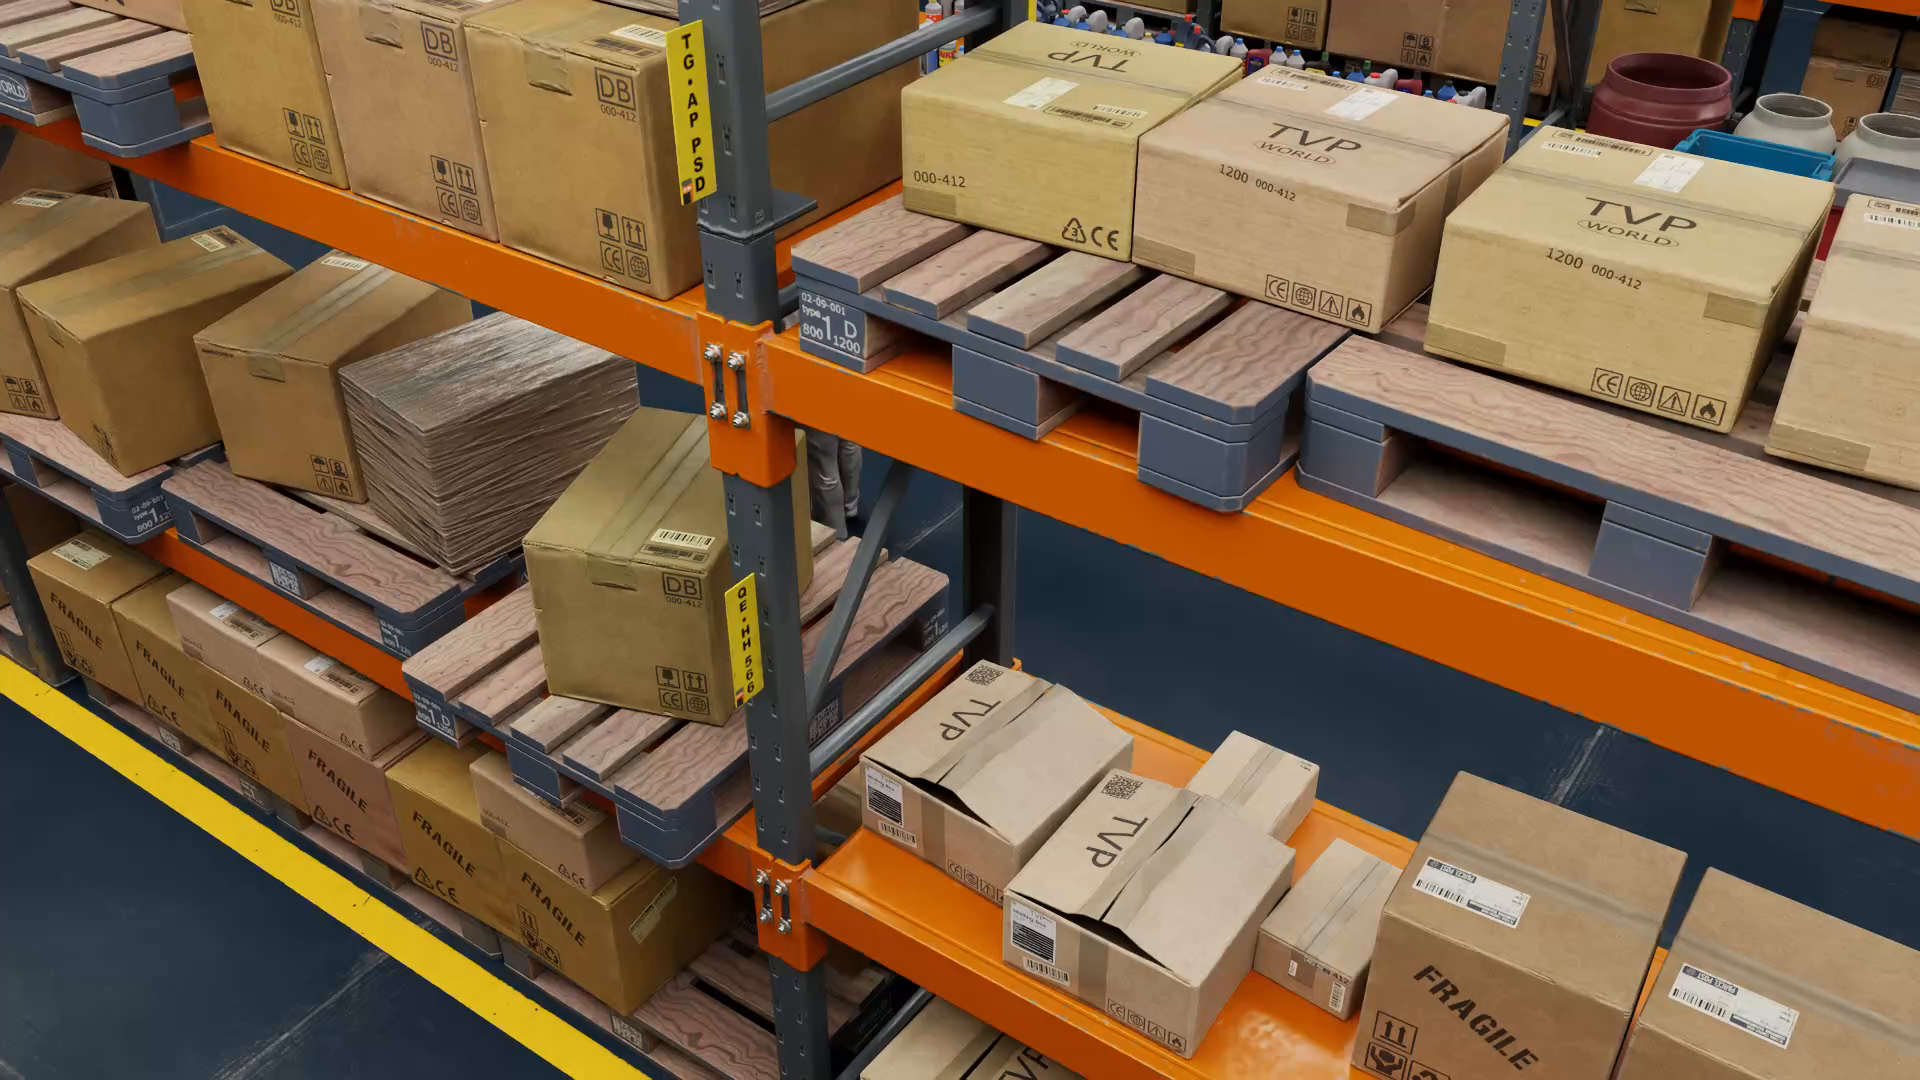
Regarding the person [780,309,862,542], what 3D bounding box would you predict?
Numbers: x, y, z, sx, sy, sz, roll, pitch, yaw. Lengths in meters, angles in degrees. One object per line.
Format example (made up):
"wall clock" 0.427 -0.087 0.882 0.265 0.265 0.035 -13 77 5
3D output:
"person" -0.611 -0.744 7.198 0.540 1.783 0.582 25 42 32
